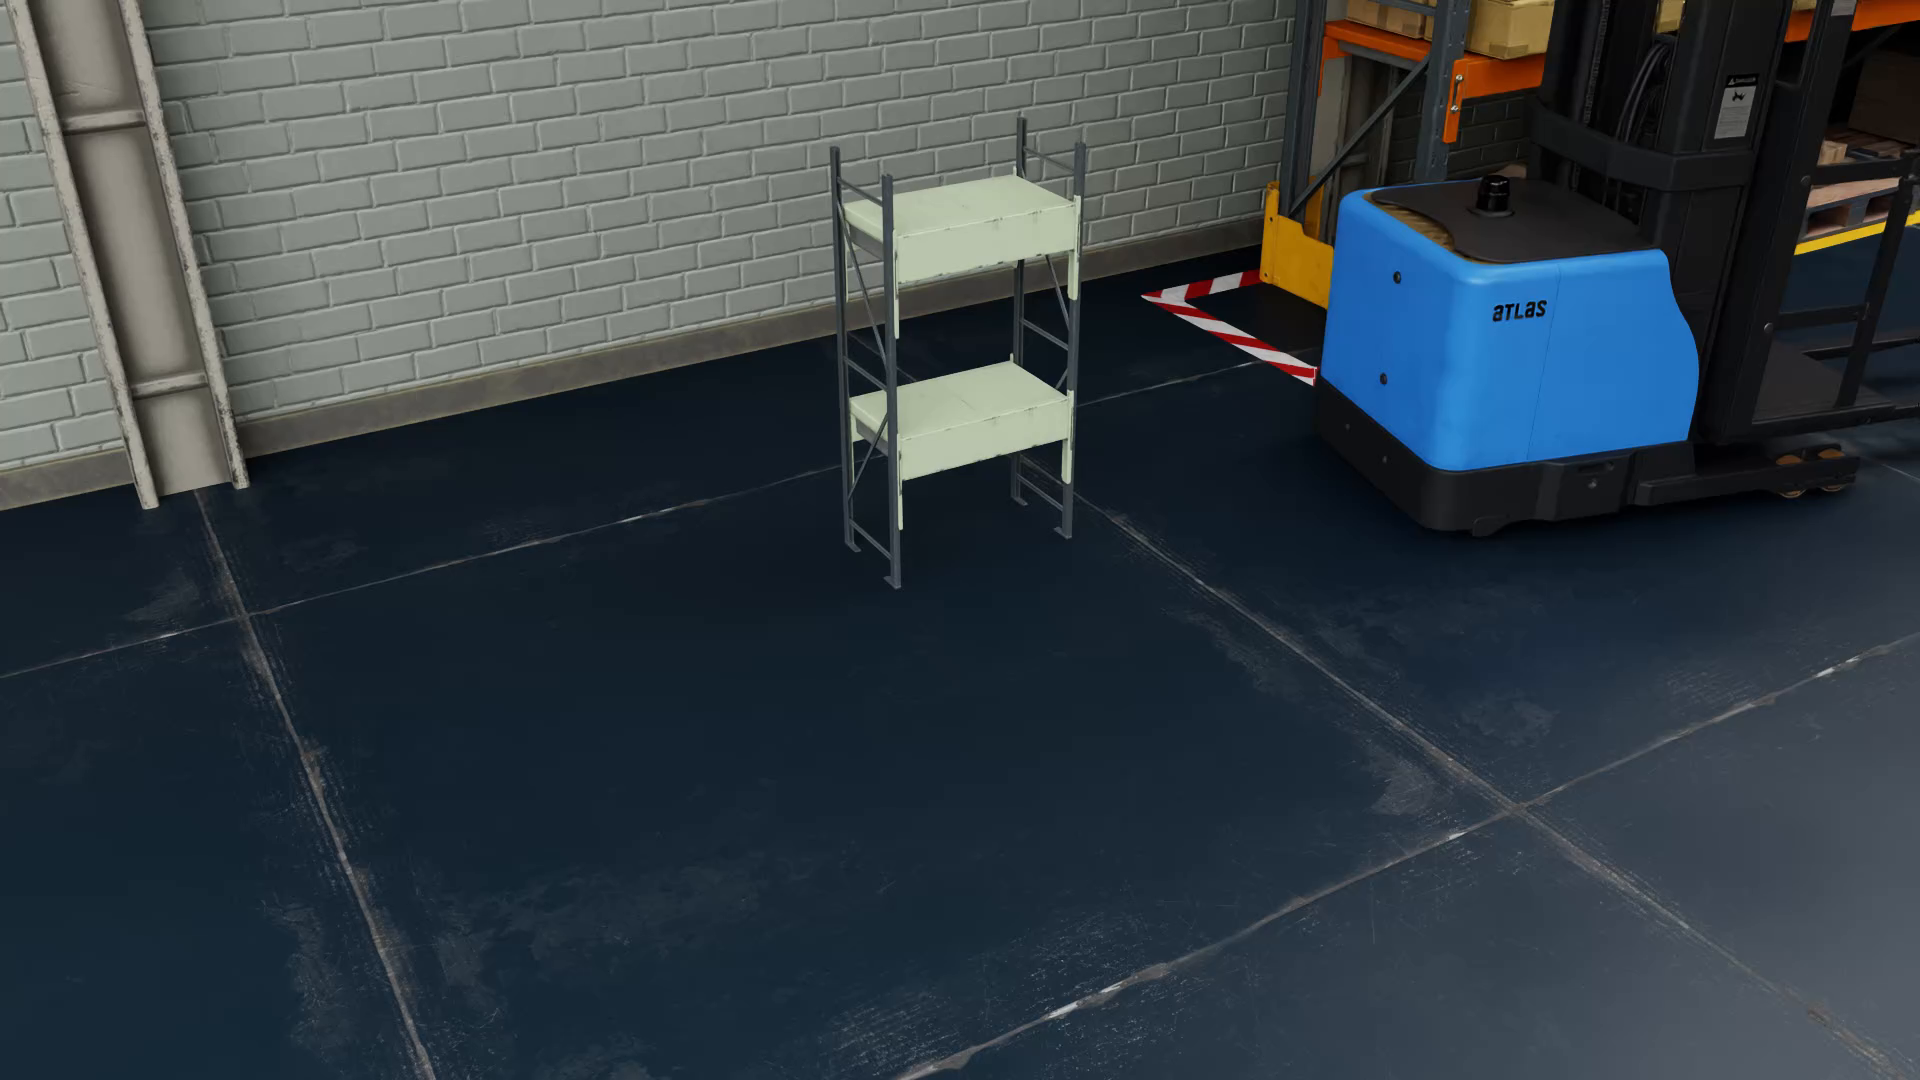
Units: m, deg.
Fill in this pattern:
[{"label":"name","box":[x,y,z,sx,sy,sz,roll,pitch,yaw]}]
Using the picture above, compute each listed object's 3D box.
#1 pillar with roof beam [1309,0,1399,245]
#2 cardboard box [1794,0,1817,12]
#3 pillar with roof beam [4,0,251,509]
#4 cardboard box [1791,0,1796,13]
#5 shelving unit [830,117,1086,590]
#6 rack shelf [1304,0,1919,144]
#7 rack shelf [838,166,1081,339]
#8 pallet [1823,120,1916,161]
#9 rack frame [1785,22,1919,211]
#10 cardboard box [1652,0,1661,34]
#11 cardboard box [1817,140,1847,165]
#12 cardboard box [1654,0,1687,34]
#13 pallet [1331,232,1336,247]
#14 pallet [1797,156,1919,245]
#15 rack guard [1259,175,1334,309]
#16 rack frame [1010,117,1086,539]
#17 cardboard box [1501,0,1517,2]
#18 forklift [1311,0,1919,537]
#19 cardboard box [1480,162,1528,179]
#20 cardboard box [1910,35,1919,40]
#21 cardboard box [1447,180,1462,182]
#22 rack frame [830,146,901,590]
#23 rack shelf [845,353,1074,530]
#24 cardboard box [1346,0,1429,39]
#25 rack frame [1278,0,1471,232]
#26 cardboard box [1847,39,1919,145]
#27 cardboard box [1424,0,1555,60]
[{"label":"pillar with roof beam","box":[4.274,-3.845,3.904,0.400,9.000,9.100,-16,33,-26]},{"label":"cardboard box","box":[4.262,-2.912,8.557,0.500,0.250,0.500,-16,33,-27]},{"label":"pillar with roof beam","box":[-0.899,-2.376,1.243,0.400,9.000,9.100,-16,33,-26]},{"label":"cardboard box","box":[3.829,-2.789,8.333,0.500,0.250,0.500,-16,32,-26]},{"label":"shelving unit","box":[-0.006,-0.655,5.885,0.755,1.500,0.431,-16,33,-26]},{"label":"rack shelf","box":[3.652,-2.655,8.701,4.000,0.370,1.077,-16,33,-26]},{"label":"rack shelf","box":[-0.006,-0.997,5.696,0.720,0.370,0.431,-16,33,-26]},{"label":"pallet","box":[6.047,-2.430,10.434,1.213,0.211,1.003,-16,33,-26]},{"label":"rack frame","box":[5.376,-3.459,9.414,0.127,3.000,1.000,-16,33,-26]},{"label":"cardboard box","box":[2.950,-2.544,7.889,0.500,0.250,0.500,-17,33,-28]},{"label":"cardboard box","box":[4.930,-2.268,9.732,0.250,0.166,0.380,-21,35,-33]},{"label":"cardboard box","box":[3.392,-2.666,8.111,0.500,0.250,0.500,-16,33,-27]},{"label":"pallet","box":[2.712,-1.462,8.681,1.213,0.211,1.003,-16,33,-26]},{"label":"pallet","box":[4.815,-2.059,9.763,1.213,0.211,1.003,-16,33,-26]},{"label":"rack guard","box":[1.993,-1.404,8.278,0.348,0.500,1.175,-16,33,-26]},{"label":"rack frame","box":[0.310,-0.745,6.047,0.023,1.500,0.400,-16,33,-26]},{"label":"cardboard box","box":[2.492,-2.743,7.475,0.500,0.500,0.500,-16,33,-26]},{"label":"forklift","box":[3.044,-1.685,6.271,3.031,2.935,1.130,-8,30,-14]},{"label":"cardboard box","box":[3.061,-1.767,8.675,0.500,0.311,0.500,-13,31,-22]},{"label":"cardboard box","box":[6.423,-2.892,10.518,0.500,0.500,0.700,-17,33,-27]},{"label":"cardboard box","box":[2.570,-1.628,8.422,0.500,0.311,0.500,-20,35,-32]},{"label":"rack frame","box":[-0.321,-0.565,5.722,0.023,1.500,0.400,-16,33,-26]},{"label":"rack shelf","box":[-0.006,-0.370,6.042,0.720,0.370,0.431,-16,33,-26]},{"label":"cardboard box","box":[2.232,-2.619,8.025,0.500,0.250,0.500,-15,32,-26]},{"label":"rack frame","box":[1.928,-2.480,7.640,0.127,3.000,1.000,-16,33,-26]},{"label":"cardboard box","box":[6.003,-2.745,10.251,0.500,0.500,0.700,-15,32,-25]},{"label":"cardboard box","box":[2.509,-2.411,7.648,0.500,0.250,0.500,-17,33,-28]}]
